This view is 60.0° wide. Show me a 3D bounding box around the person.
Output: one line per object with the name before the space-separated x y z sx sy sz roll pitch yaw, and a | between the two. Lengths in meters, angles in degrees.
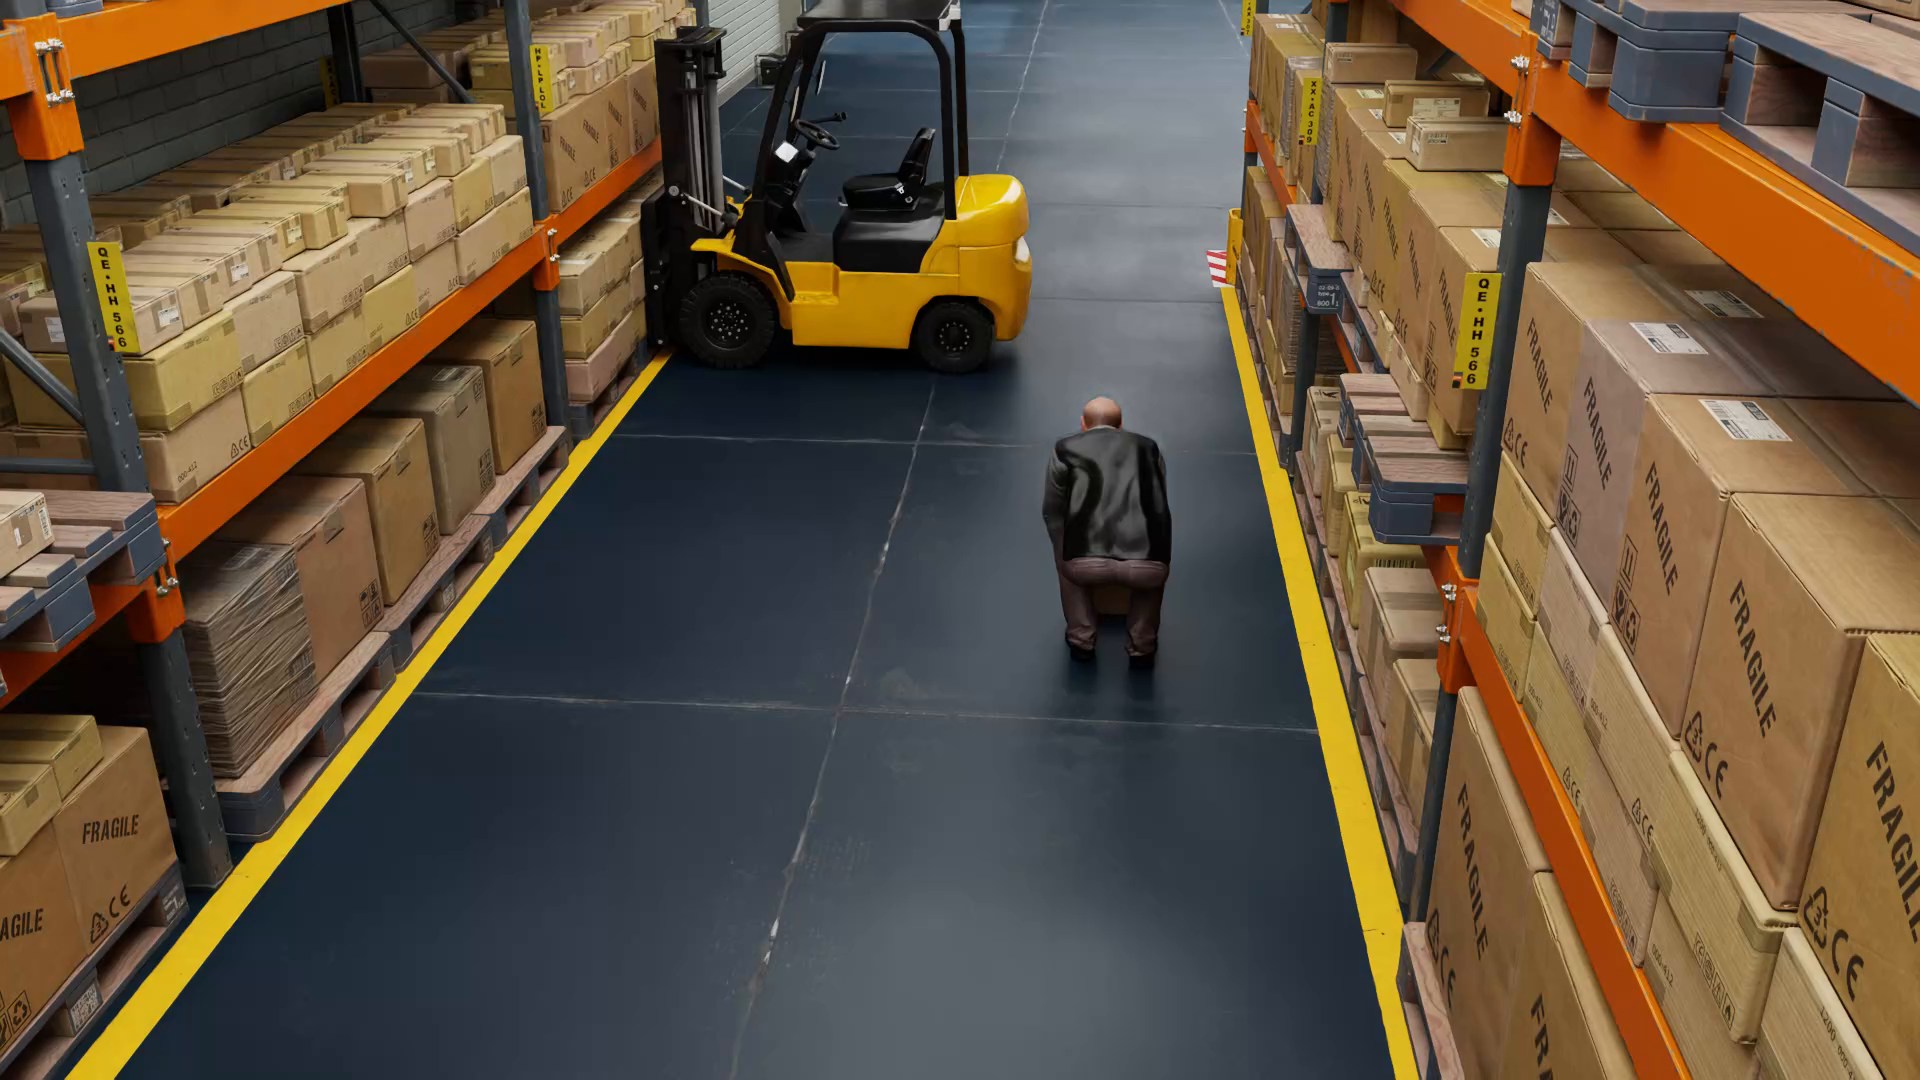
person | 0.616 -0.013 7.034 0.552 1.008 0.856 2 24 4
